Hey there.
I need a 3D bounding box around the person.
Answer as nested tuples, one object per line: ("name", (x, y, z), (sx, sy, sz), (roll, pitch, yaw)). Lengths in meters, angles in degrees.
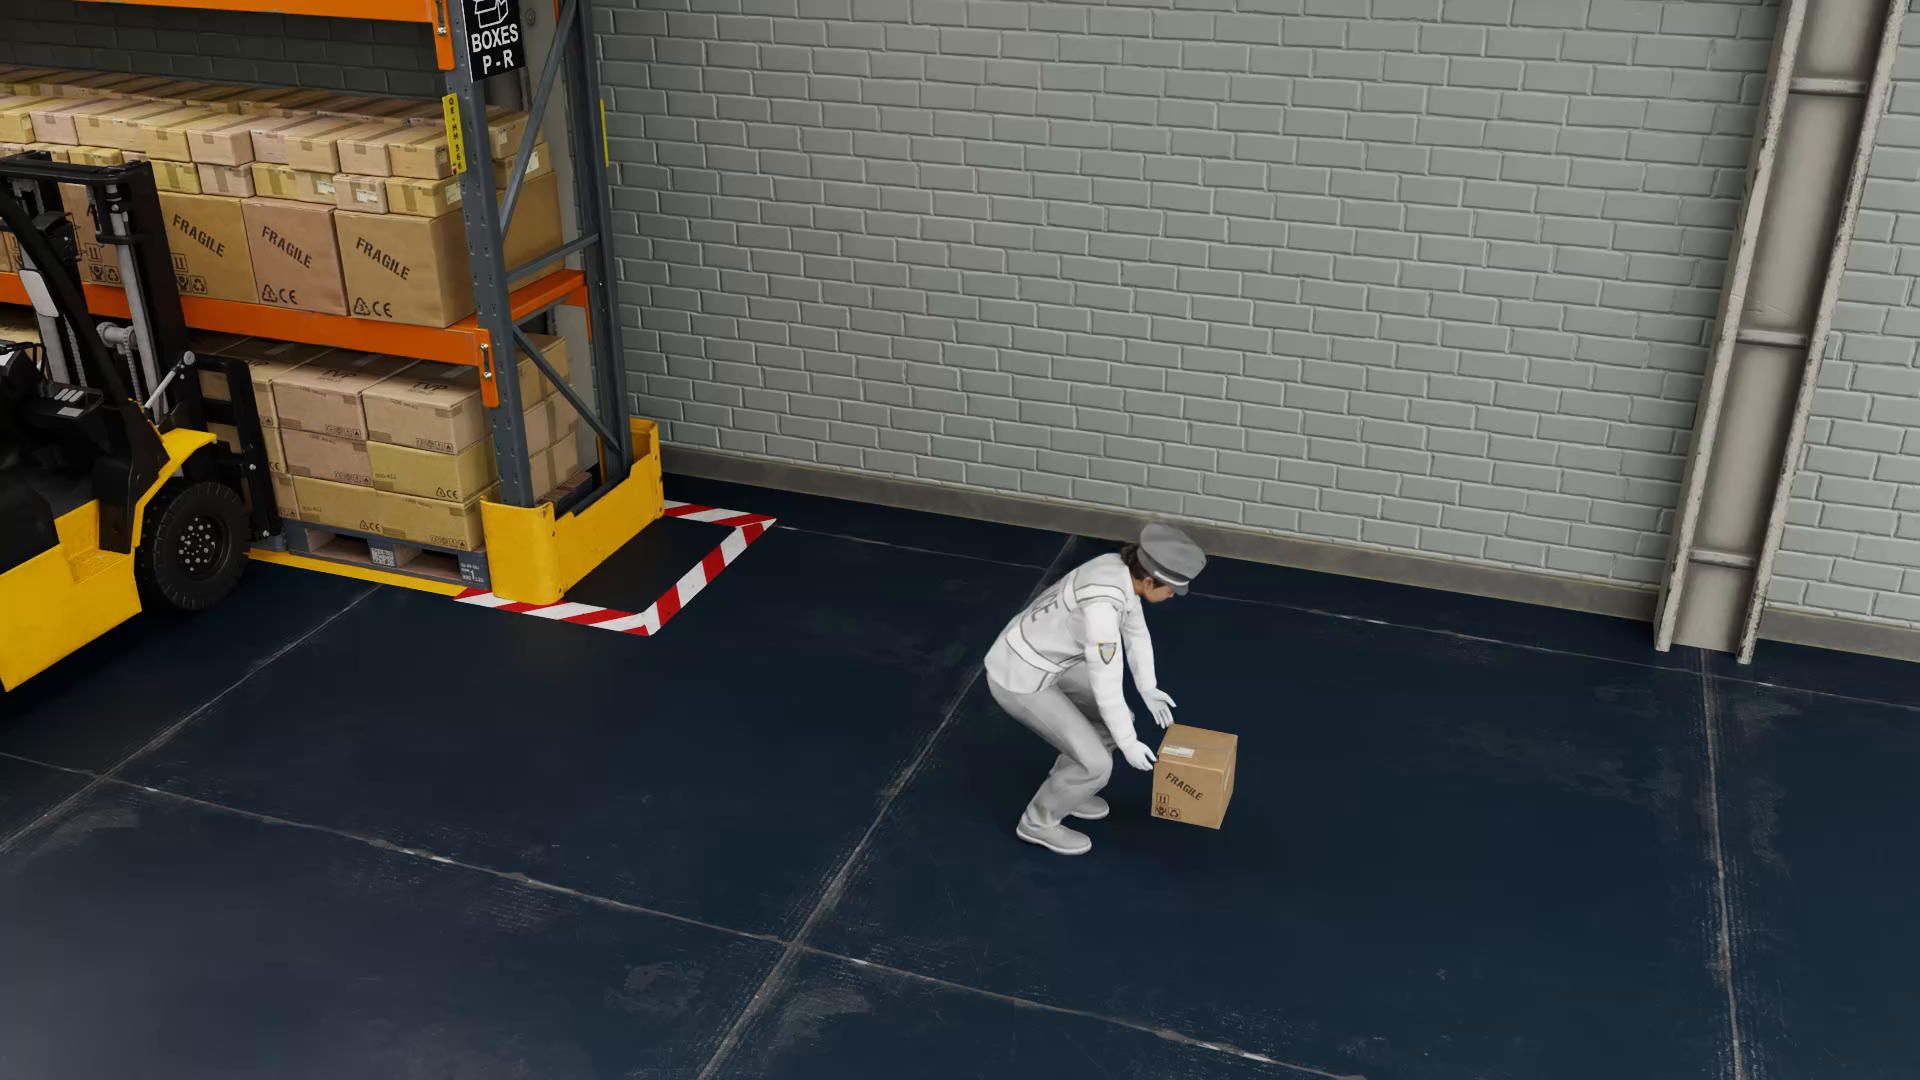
("person", (0.479, 0.510, 6.023), (0.761, 1.266, 0.524), (9, 27, 18))
